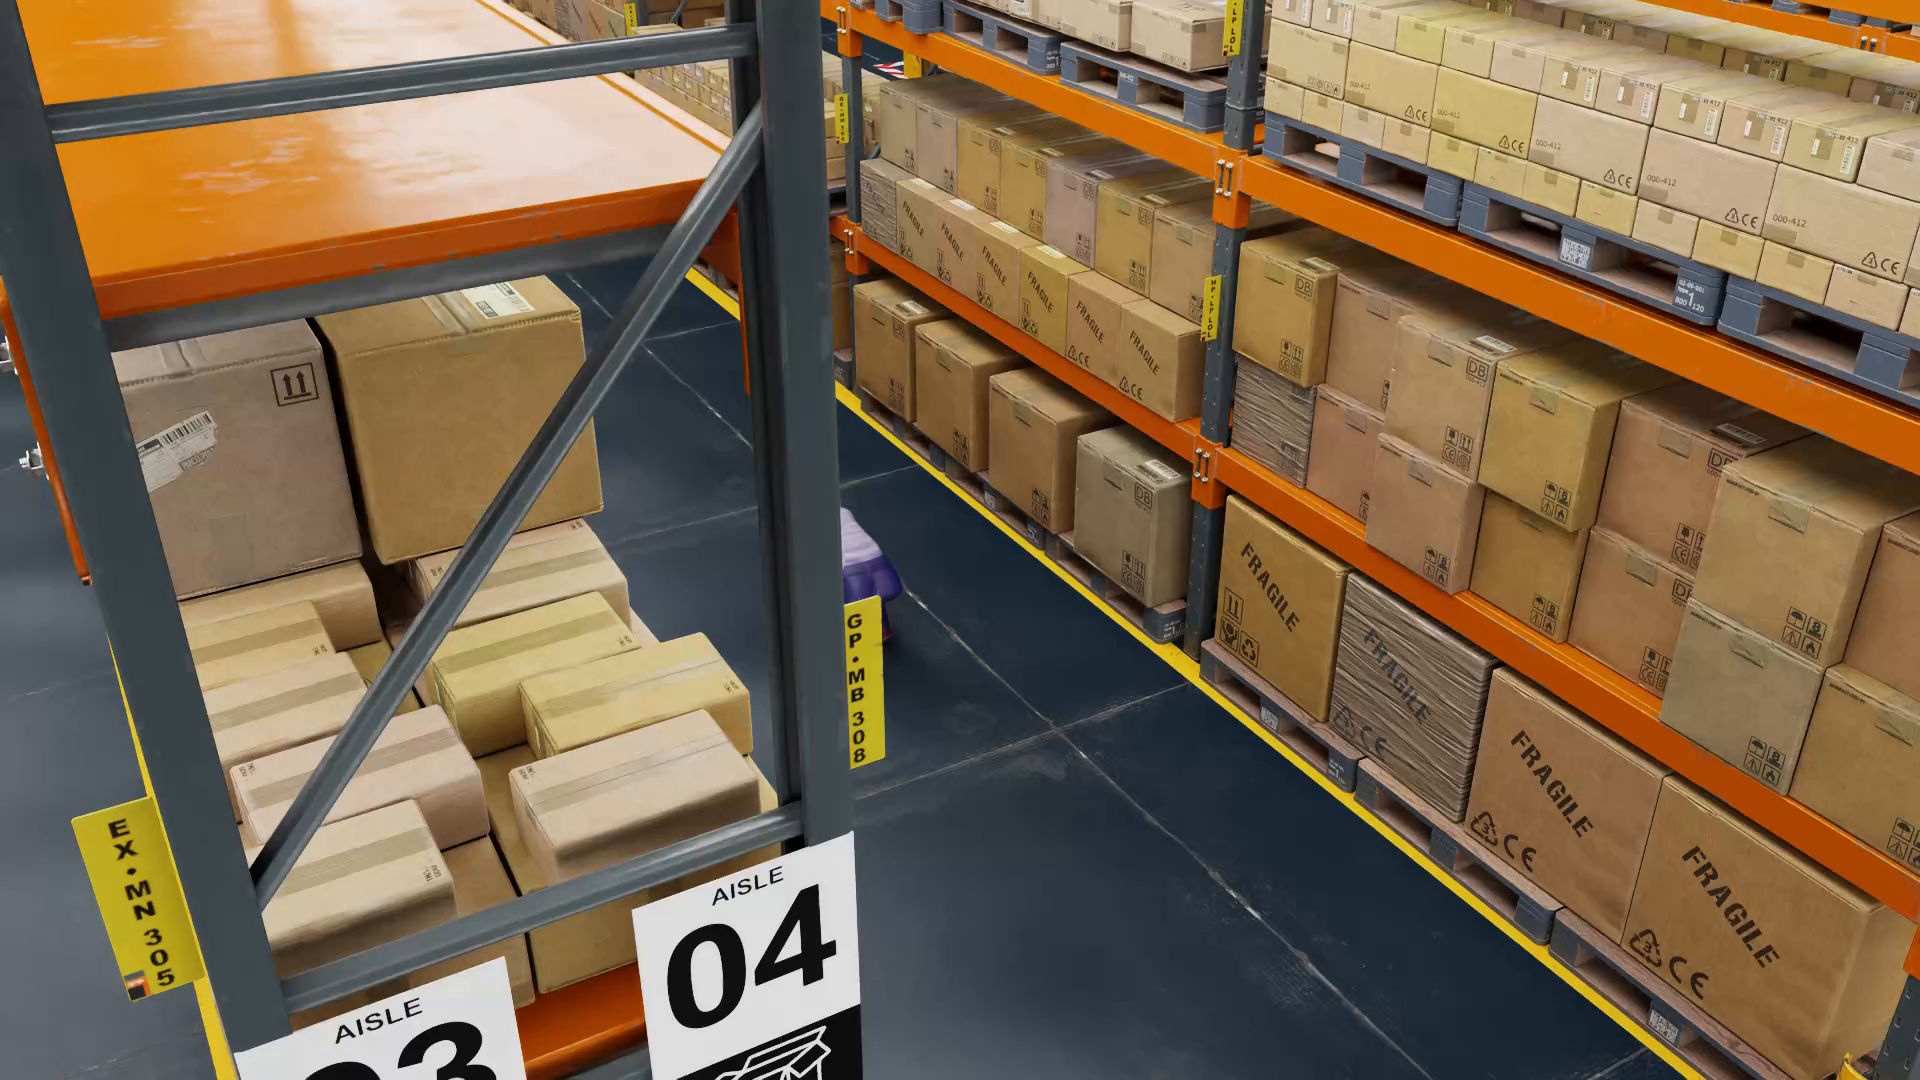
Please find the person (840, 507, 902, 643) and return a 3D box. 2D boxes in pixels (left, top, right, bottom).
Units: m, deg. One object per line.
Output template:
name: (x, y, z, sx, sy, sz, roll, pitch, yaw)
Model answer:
person: (-0.685, 0.187, 9.223, 0.515, 0.784, 0.866, -17, 33, -27)
